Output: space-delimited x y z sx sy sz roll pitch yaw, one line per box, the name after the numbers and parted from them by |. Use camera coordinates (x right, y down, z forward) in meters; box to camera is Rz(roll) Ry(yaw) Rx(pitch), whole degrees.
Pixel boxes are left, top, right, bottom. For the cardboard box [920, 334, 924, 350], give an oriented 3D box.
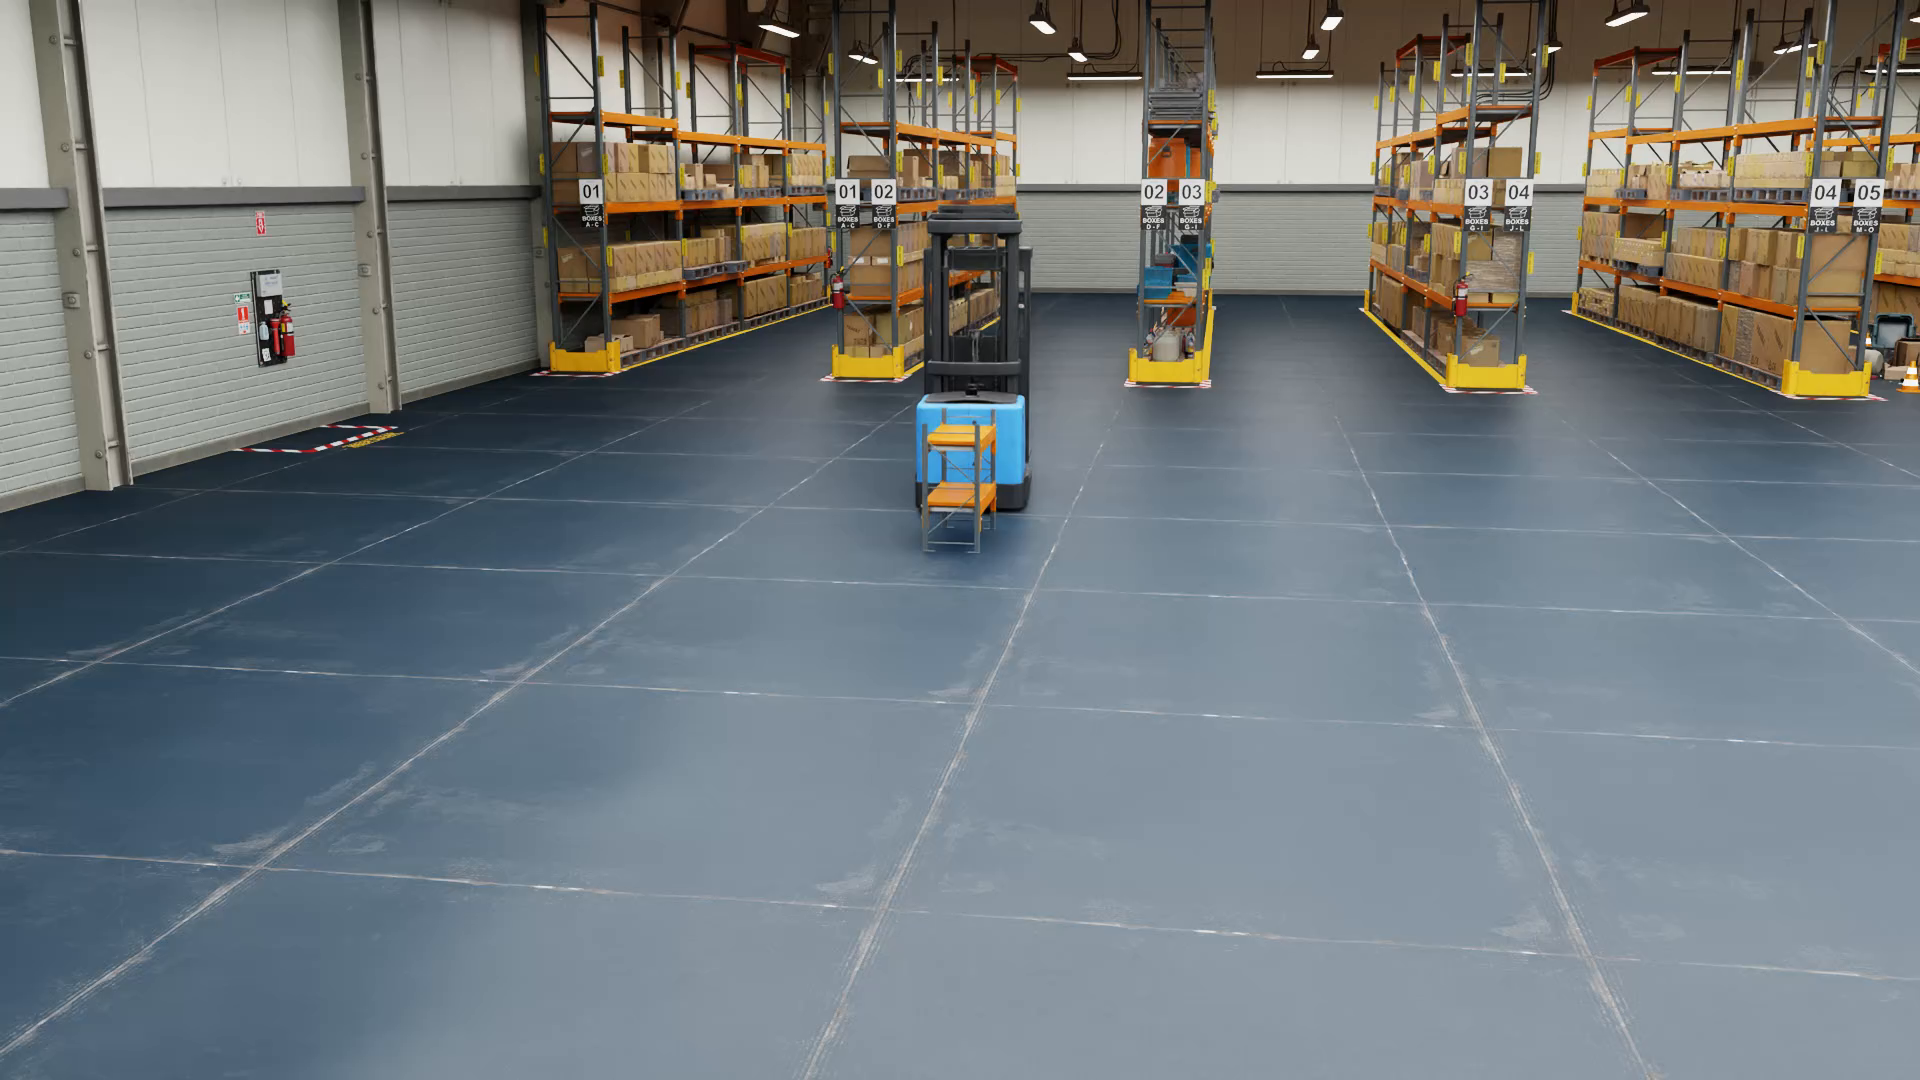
-0.915 -3.576 29.995 0.500 0.250 0.500 2 12 9 | cardboard box

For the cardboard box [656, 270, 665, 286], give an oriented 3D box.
-5.726 -4.805 30.480 0.500 0.250 0.500 2 12 8 | cardboard box

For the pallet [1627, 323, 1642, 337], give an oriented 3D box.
14.690 -4.408 34.947 1.003 0.211 1.213 2 12 9 | pallet

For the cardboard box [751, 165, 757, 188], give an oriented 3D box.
-4.981 -8.182 37.437 0.700 0.500 0.500 2 12 9 | cardboard box

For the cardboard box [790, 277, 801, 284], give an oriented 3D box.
-4.126 -6.370 40.826 0.380 0.149 0.250 2 12 11 | cardboard box

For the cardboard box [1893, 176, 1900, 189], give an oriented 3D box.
19.273 -7.286 33.883 0.396 0.266 0.258 3 13 13 | cardboard box

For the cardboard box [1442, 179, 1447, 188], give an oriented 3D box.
8.364 -6.016 28.080 0.380 0.149 0.250 2 12 8 | cardboard box

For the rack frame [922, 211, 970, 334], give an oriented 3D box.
-0.295 -5.859 35.060 1.000 3.000 0.127 2 12 9 | rack frame

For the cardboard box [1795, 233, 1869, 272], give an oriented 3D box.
13.243 -4.367 25.220 0.875 0.550 0.550 2 12 9 | cardboard box

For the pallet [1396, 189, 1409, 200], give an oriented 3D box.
9.539 -7.047 33.901 1.213 0.211 1.003 2 12 11 | pallet

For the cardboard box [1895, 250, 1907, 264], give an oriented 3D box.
19.242 -5.710 33.540 0.500 0.250 0.500 2 12 7 | cardboard box

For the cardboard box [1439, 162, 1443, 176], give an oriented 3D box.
9.192 -6.718 30.682 0.797 0.503 0.637 2 12 11 | cardboard box

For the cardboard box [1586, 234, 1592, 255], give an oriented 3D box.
15.209 -7.018 39.497 0.500 0.500 0.500 2 12 9 | cardboard box

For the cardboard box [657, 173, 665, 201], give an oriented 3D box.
-5.730 -6.493 30.598 0.500 0.500 0.500 1 12 4 | cardboard box

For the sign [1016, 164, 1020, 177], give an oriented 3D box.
1.480 -9.401 42.276 0.100 0.325 0.005 2 12 9 | sign

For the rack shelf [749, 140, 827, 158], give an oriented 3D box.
-4.268 -9.653 41.083 1.077 0.370 4.000 2 12 9 | rack shelf

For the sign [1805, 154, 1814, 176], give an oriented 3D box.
12.614 -5.571 24.691 0.100 0.325 0.005 2 12 9 | sign

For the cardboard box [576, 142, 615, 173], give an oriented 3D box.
-6.122 -6.440 27.976 0.500 0.500 0.500 1 12 5 | cardboard box

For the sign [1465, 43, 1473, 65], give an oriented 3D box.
7.717 -7.361 25.196 0.100 0.325 0.005 2 12 9 | sign

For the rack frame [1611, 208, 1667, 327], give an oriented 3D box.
14.993 -6.188 36.588 1.000 3.000 0.127 2 12 9 | rack frame

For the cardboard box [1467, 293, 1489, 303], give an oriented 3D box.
8.102 -3.815 26.173 0.380 0.149 0.250 2 12 9 | cardboard box

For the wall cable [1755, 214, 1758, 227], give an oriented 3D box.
21.359 -8.568 45.144 0.585 1.953 0.123 2 12 9 | wall cable

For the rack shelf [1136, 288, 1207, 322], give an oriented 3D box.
3.676 -4.097 28.592 1.077 0.370 4.000 2 12 9 | rack shelf

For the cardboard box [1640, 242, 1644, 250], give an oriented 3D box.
14.119 -6.008 33.940 0.380 0.149 0.250 2 12 10 | cardboard box

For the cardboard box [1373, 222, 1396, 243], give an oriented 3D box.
10.305 -7.446 40.294 0.500 0.500 0.500 2 12 7 | cardboard box

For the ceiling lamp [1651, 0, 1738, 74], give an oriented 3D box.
18.532 -13.305 41.515 2.000 3.185 0.800 2 12 9 | ceiling lamp

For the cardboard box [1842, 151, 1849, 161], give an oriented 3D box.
13.553 -5.789 25.085 0.380 0.149 0.250 2 12 9 | cardboard box

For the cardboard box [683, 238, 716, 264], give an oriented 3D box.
-5.423 -5.924 34.082 0.700 0.500 0.500 2 12 9 | cardboard box

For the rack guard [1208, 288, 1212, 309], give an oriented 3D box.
5.820 -6.147 42.328 1.175 0.500 0.348 2 12 9 | rack guard

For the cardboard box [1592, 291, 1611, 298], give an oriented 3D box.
15.009 -5.751 38.916 0.380 0.149 0.250 2 12 10 | cardboard box

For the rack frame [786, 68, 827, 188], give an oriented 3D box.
-3.960 -10.617 42.897 1.000 3.000 0.127 2 12 9 | rack frame

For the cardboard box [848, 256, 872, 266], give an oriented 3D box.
-1.655 -4.645 27.652 0.380 0.149 0.250 2 12 8 | cardboard box

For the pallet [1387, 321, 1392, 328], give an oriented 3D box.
10.064 -4.844 36.968 1.003 0.211 1.213 2 12 9 | pallet

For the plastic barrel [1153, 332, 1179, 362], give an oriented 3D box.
3.394 -3.161 27.450 0.421 0.512 0.421 0 12 0 | plastic barrel

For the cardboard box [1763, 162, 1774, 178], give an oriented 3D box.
13.181 -5.907 26.580 0.500 0.250 0.500 2 12 9 | cardboard box

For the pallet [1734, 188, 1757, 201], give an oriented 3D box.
13.627 -5.776 27.765 1.003 0.211 1.213 2 12 9 | pallet

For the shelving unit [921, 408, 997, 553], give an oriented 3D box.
0.001 -0.551 14.881 0.538 1.125 1.048 2 12 9 | shelving unit

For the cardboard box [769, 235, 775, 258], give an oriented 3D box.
-4.552 -6.740 38.159 0.500 0.500 0.500 2 12 9 | cardboard box

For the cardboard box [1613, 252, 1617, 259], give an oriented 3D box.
14.478 -6.204 36.258 0.380 0.149 0.250 1 12 6 | cardboard box

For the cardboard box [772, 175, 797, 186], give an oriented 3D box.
-4.209 -8.634 39.938 0.500 0.250 0.500 2 12 8 | cardboard box

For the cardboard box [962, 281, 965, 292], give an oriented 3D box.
-0.149 -5.750 37.665 0.500 0.250 0.500 2 12 9 | cardboard box

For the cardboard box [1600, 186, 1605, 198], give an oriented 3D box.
15.045 -8.005 38.252 0.500 0.250 0.500 2 12 8 | cardboard box

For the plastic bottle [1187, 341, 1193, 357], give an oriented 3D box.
3.955 -3.281 28.530 0.097 0.271 0.097 0 12 0 | plastic bottle

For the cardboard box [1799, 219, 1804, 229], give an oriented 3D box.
20.160 -7.328 39.268 0.500 0.500 0.500 2 12 7 | cardboard box

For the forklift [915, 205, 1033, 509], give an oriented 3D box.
0.191 -1.989 17.266 1.130 2.935 3.031 1 12 4 | forklift

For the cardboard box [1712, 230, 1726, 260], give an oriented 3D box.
13.910 -5.271 29.722 0.700 0.500 0.500 2 12 8 | cardboard box

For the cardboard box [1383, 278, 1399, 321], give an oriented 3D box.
9.893 -5.217 36.126 1.225 0.875 0.875 1 12 7 | cardboard box

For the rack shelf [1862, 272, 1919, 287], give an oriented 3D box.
19.592 -5.281 34.085 1.077 0.370 4.000 2 12 9 | rack shelf

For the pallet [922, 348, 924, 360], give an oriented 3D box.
-1.074 -3.499 30.728 1.003 0.211 1.213 2 12 9 | pallet

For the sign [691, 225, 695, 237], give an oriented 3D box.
-5.740 -6.602 35.760 0.100 0.325 0.005 2 12 9 | sign

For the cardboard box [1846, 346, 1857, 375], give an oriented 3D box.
14.538 -2.946 27.470 0.500 0.500 0.500 4 13 18 | cardboard box

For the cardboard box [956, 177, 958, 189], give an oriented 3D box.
-0.309 -7.361 34.269 0.500 0.250 0.500 1 12 4 | cardboard box

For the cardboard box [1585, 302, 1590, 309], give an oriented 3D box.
15.073 -5.575 39.513 0.380 0.149 0.250 2 12 9 | cardboard box

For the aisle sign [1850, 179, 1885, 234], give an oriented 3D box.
13.433 -4.937 24.609 0.394 0.787 0.004 2 12 9 | aisle sign

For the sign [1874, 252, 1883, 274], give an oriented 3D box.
13.695 -4.133 24.808 0.100 0.325 0.005 2 12 9 | sign

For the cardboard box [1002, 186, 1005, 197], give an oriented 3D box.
0.798 -8.386 40.021 0.500 0.250 0.500 2 12 9 | cardboard box
